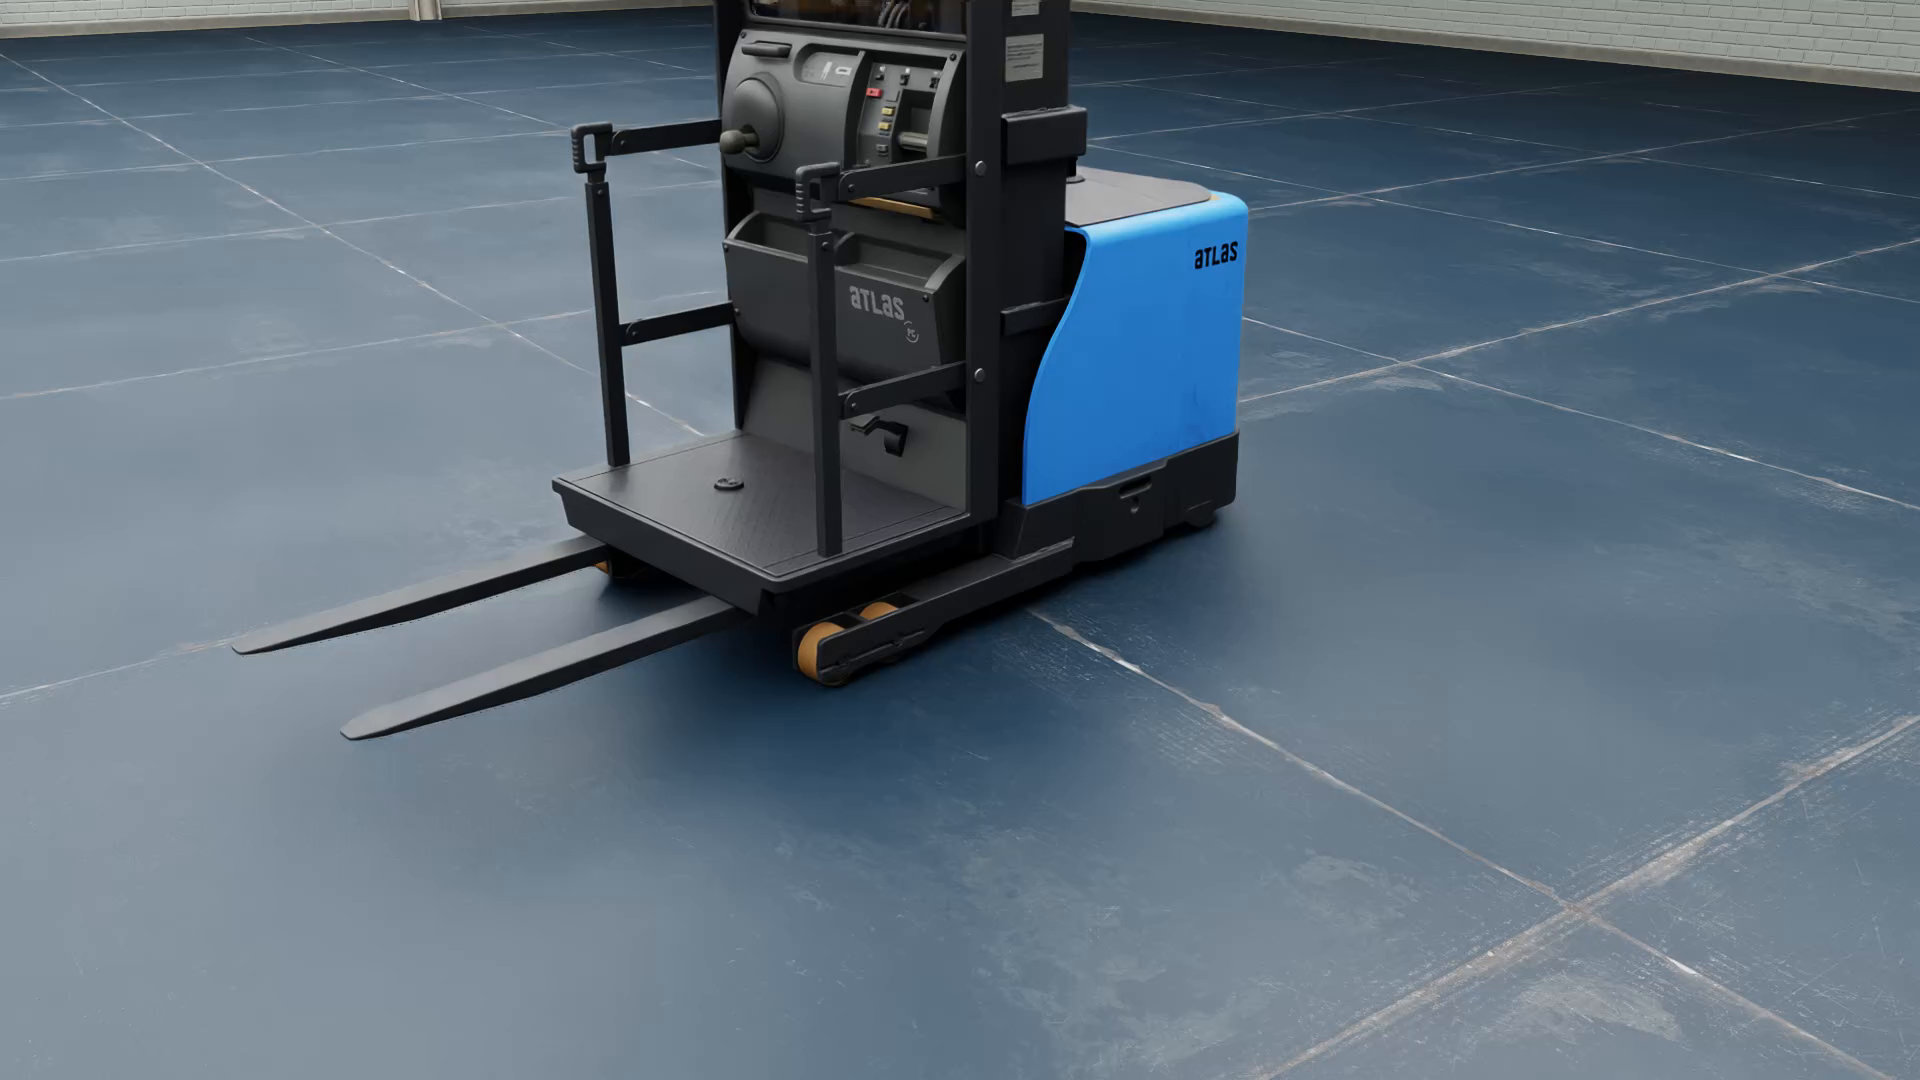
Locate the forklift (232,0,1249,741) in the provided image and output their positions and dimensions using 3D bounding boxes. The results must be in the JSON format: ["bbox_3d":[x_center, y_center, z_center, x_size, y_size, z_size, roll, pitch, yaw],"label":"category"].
[{"bbox_3d":[-0.491,-1.190,4.424,3.031,2.935,1.130,-20,29,-40],"label":"forklift"}]

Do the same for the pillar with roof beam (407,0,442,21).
[{"bbox_3d":[-5.535,-10.730,20.145,0.400,9.000,9.100,-15,26,-33],"label":"pillar with roof beam"}]

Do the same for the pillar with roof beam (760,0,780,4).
[{"bbox_3d":[-0.664,-12.029,23.400,0.400,9.000,9.100,-15,26,-33],"label":"pillar with roof beam"}]
